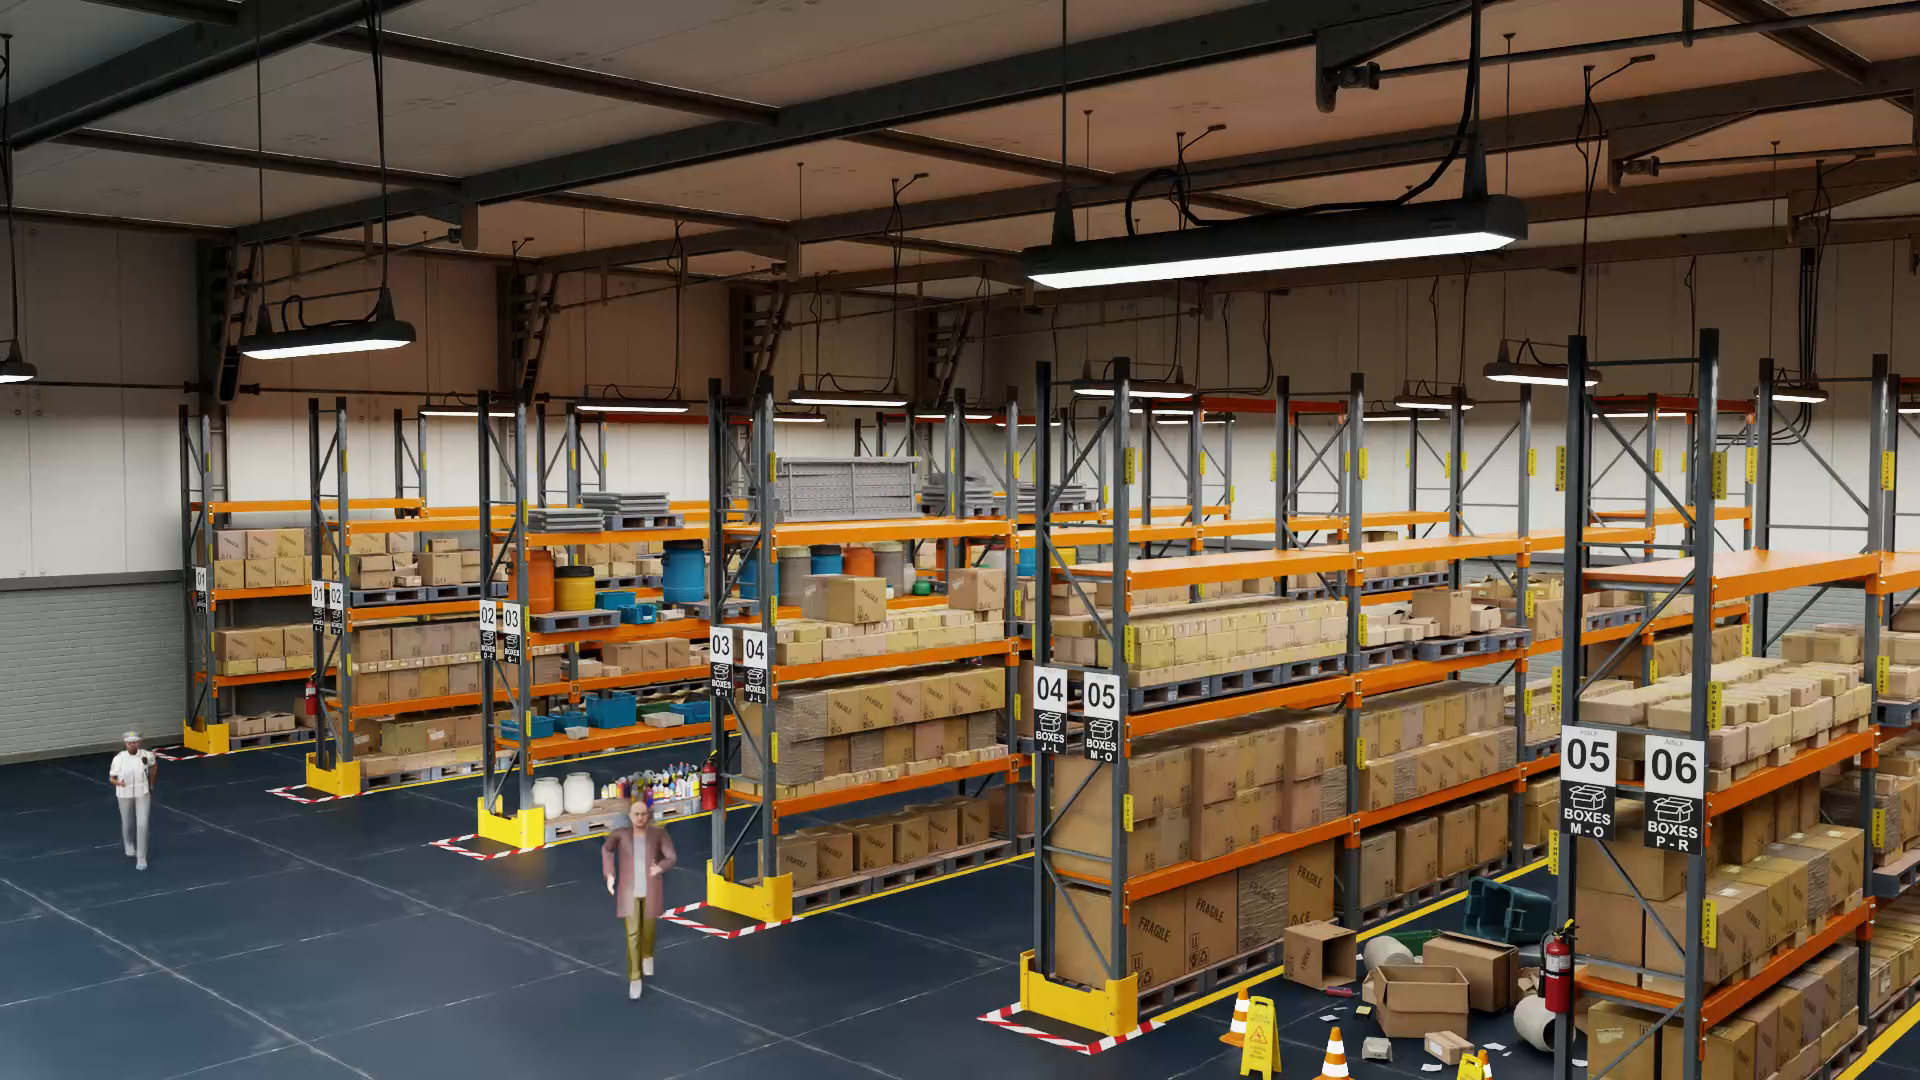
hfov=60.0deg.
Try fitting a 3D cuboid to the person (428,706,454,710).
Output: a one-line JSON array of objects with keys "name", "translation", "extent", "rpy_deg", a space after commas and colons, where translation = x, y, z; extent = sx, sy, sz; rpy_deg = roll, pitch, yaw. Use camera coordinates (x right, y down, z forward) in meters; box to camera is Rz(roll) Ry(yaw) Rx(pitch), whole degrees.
[{"name": "person", "translation": [-8.928, 2.775, 28.649], "extent": [0.628, 1.783, 0.705], "rpy_deg": [2, 3, 31]}]

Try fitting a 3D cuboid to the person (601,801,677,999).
[{"name": "person", "translation": [-3.092, 3.406, 16.058], "extent": [0.713, 1.785, 0.967], "rpy_deg": [-1, 3, -14]}]

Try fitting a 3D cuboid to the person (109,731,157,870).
[{"name": "person", "translation": [-10.353, 3.215, 20.839], "extent": [0.549, 1.696, 0.898], "rpy_deg": [-2, 3, -27]}]
